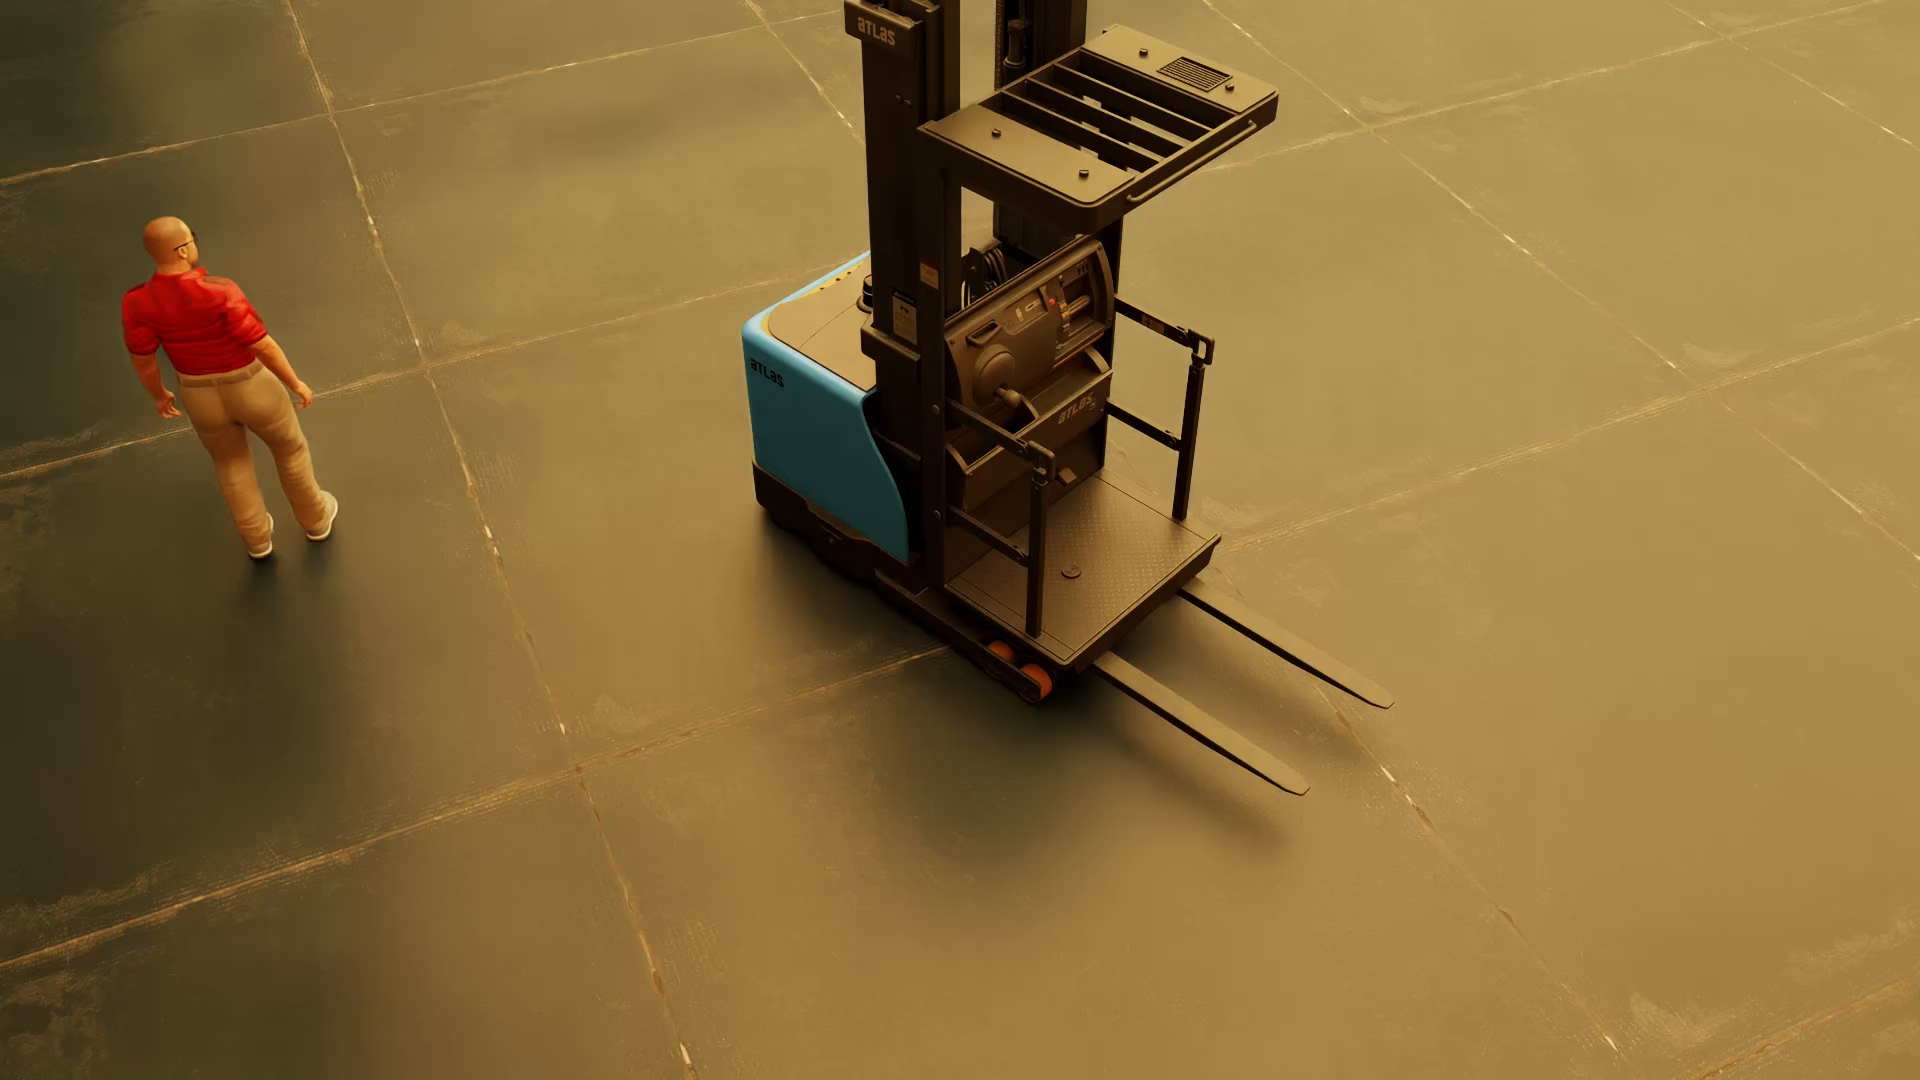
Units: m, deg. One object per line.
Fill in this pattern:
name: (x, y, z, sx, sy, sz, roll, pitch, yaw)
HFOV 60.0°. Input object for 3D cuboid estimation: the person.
person: (-3.185, -0.664, 7.274, 0.526, 1.730, 0.369, -6, 43, -7)

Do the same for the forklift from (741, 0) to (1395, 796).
forklift: (0.445, -0.788, 6.525, 3.031, 2.935, 1.130, 32, 52, 30)
